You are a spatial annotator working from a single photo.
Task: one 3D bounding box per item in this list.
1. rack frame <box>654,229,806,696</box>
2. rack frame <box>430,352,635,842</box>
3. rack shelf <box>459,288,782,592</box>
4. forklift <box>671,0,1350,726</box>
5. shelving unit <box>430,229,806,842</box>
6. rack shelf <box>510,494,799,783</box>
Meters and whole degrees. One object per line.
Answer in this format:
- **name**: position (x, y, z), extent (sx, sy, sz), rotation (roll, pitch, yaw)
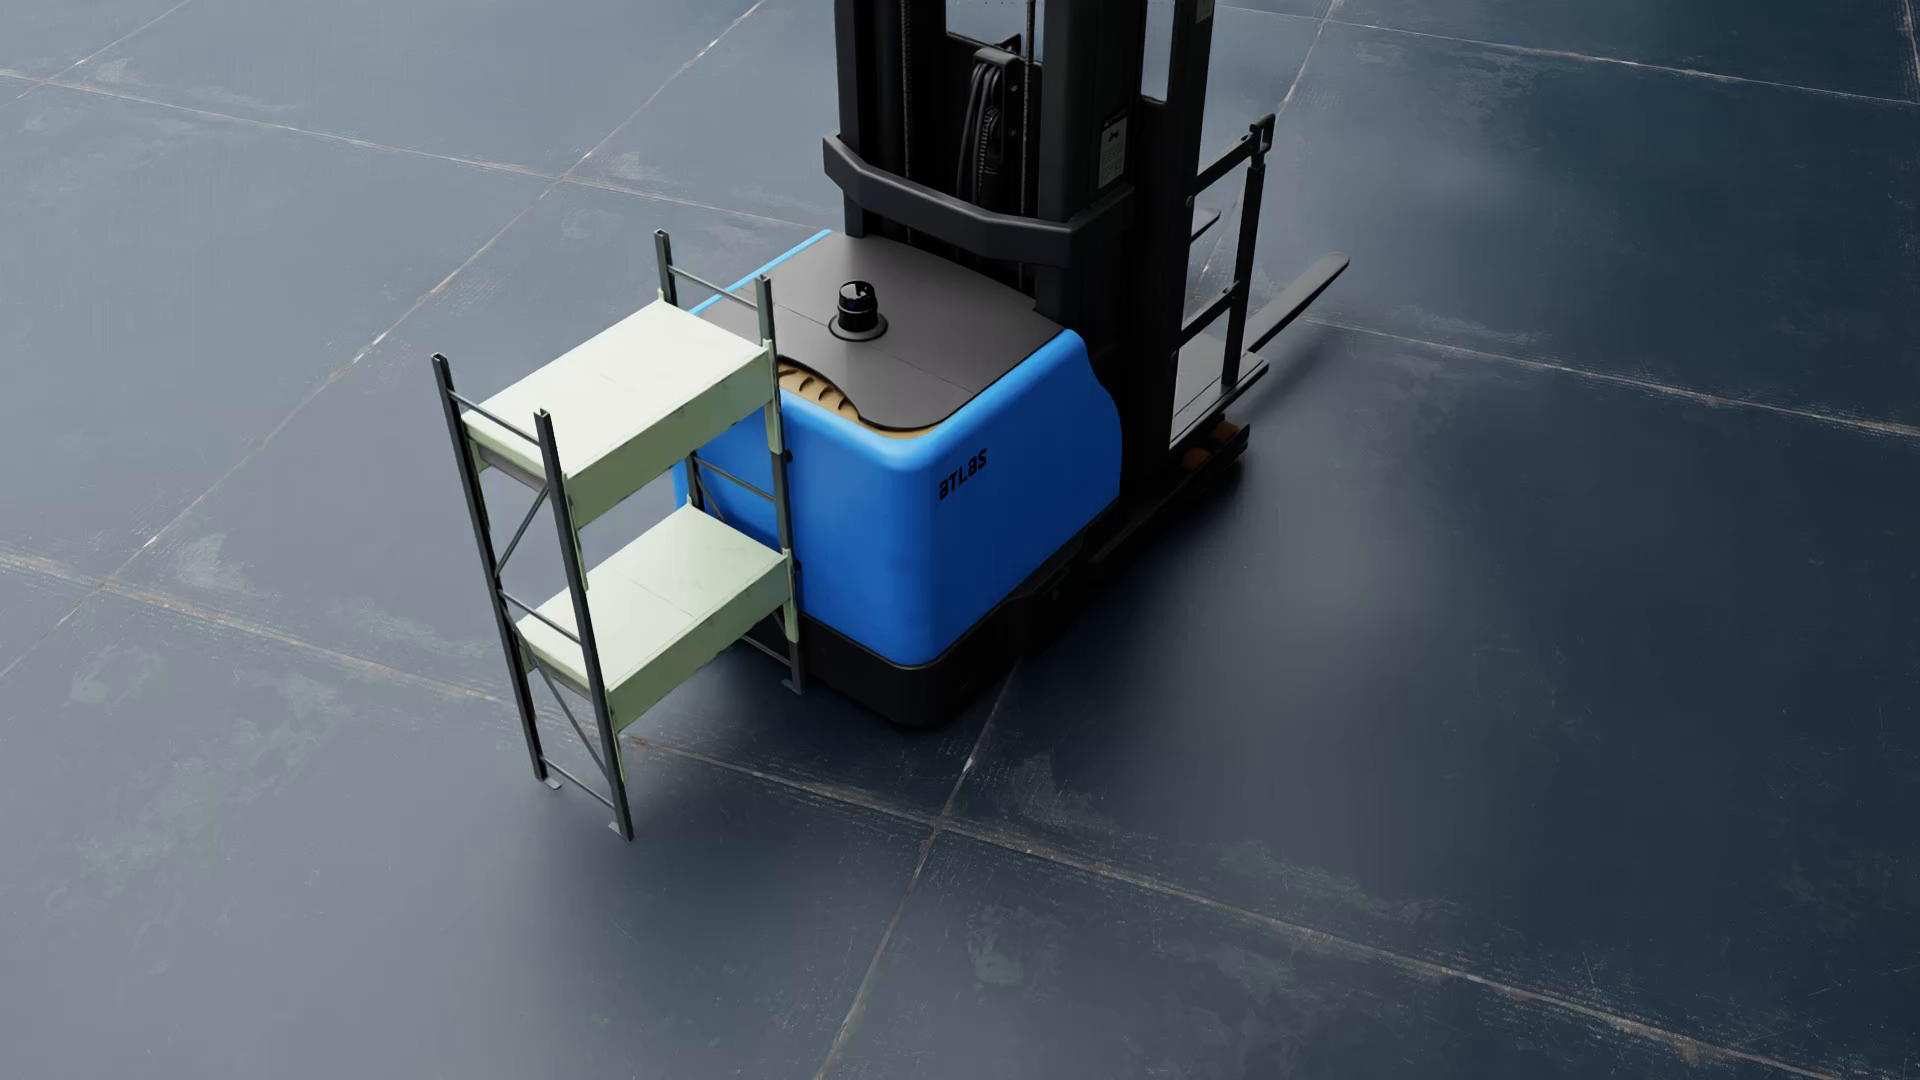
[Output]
- **rack frame**: position (-0.644, -0.169, 4.791), extent (0.400, 1.500, 0.023), rotation (27, 47, 28)
- **rack frame**: position (-1.095, 0.207, 4.352), extent (0.400, 1.500, 0.023), rotation (27, 47, 28)
- **rack shelf**: position (-0.870, -0.278, 4.318), extent (0.431, 0.370, 0.720), rotation (27, 47, 28)
- **forklift**: position (0.395, -1.459, 5.202), extent (1.130, 2.935, 3.031), rotation (27, 47, 28)
- **shelving unit**: position (-0.870, 0.019, 4.571), extent (0.431, 1.500, 0.755), rotation (27, 47, 28)
- **rack shelf**: position (-0.869, 0.267, 4.783), extent (0.431, 0.370, 0.720), rotation (27, 47, 28)
